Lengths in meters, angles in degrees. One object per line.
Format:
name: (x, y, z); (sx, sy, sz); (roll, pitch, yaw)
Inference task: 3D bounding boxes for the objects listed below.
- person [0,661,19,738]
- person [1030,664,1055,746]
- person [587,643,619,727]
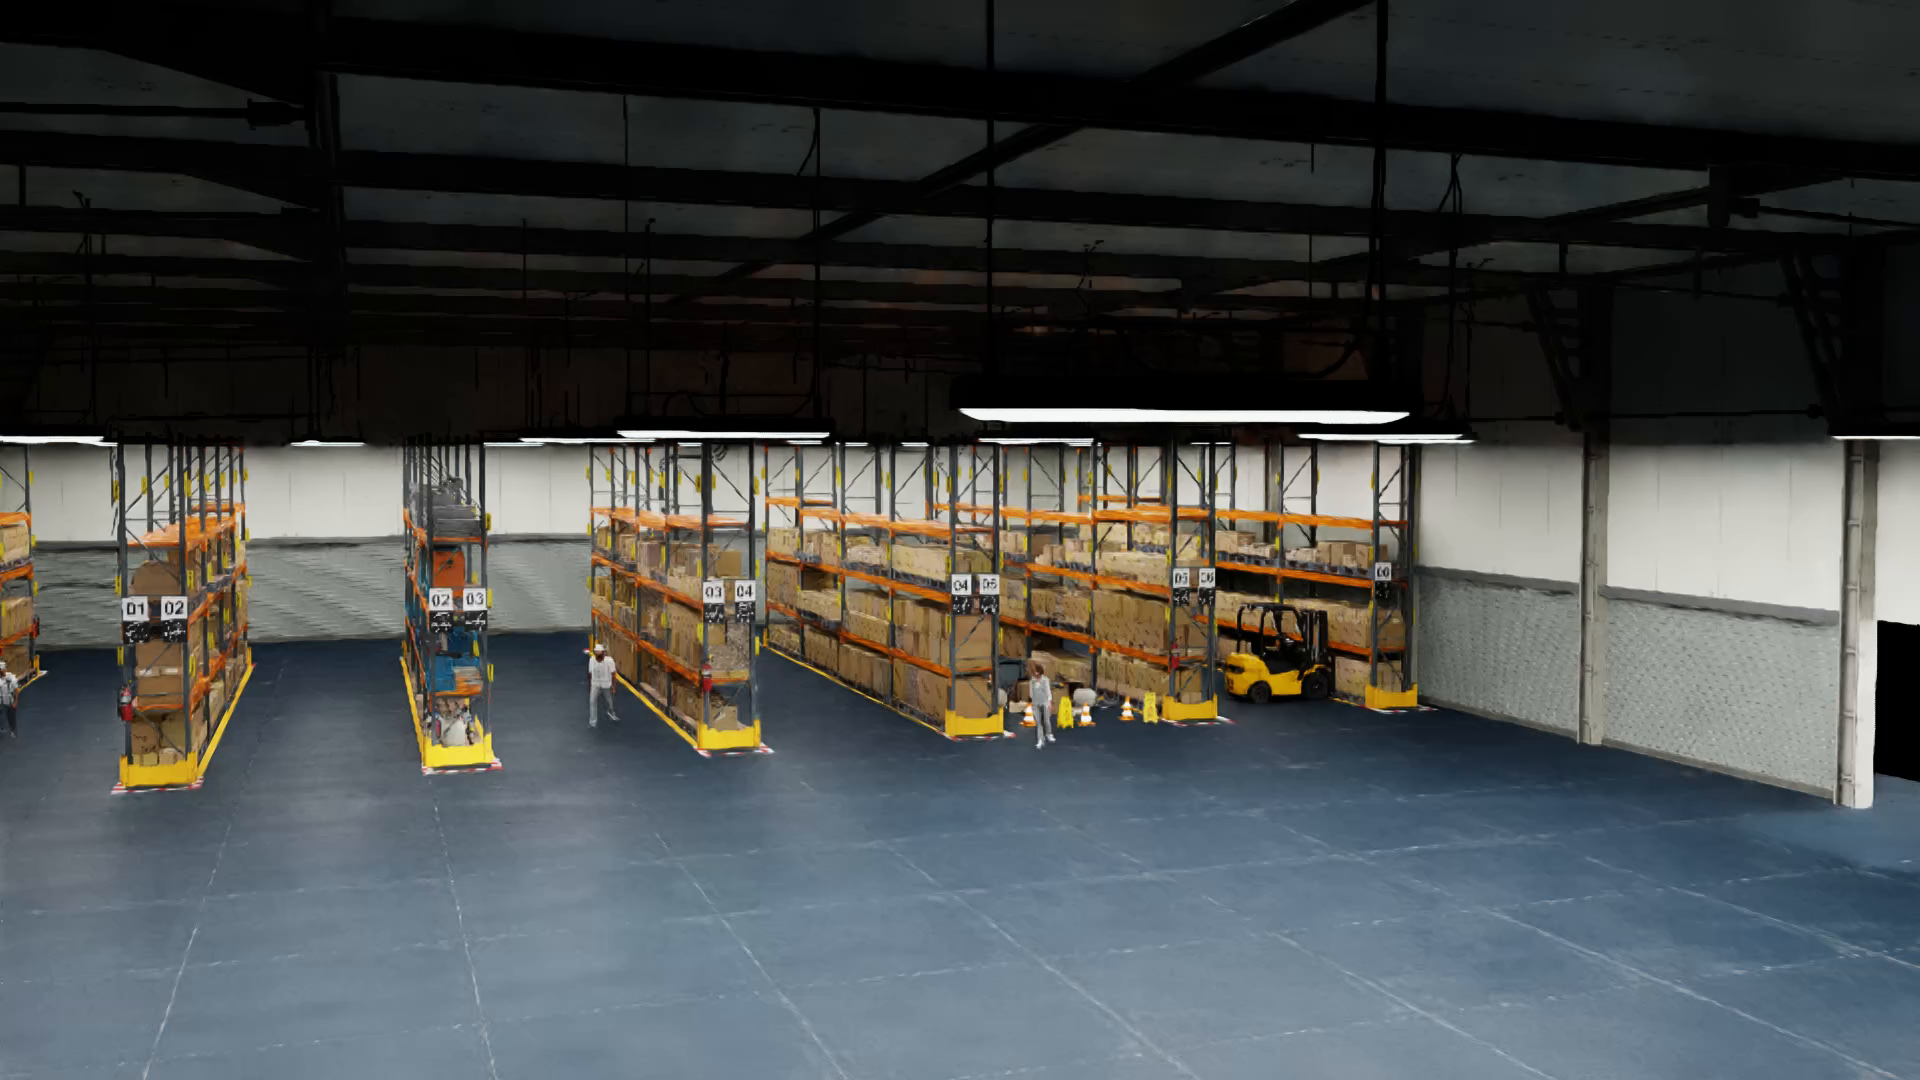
person: (-18.533, 3.131, 32.260); (0.481, 1.578, 1.093); (-1, 3, -22)
person: (1.584, 3.160, 31.974); (0.474, 1.587, 0.500); (1, 3, 18)
person: (-7.380, 2.973, 34.292); (0.616, 1.712, 0.970); (0, 3, 0)
